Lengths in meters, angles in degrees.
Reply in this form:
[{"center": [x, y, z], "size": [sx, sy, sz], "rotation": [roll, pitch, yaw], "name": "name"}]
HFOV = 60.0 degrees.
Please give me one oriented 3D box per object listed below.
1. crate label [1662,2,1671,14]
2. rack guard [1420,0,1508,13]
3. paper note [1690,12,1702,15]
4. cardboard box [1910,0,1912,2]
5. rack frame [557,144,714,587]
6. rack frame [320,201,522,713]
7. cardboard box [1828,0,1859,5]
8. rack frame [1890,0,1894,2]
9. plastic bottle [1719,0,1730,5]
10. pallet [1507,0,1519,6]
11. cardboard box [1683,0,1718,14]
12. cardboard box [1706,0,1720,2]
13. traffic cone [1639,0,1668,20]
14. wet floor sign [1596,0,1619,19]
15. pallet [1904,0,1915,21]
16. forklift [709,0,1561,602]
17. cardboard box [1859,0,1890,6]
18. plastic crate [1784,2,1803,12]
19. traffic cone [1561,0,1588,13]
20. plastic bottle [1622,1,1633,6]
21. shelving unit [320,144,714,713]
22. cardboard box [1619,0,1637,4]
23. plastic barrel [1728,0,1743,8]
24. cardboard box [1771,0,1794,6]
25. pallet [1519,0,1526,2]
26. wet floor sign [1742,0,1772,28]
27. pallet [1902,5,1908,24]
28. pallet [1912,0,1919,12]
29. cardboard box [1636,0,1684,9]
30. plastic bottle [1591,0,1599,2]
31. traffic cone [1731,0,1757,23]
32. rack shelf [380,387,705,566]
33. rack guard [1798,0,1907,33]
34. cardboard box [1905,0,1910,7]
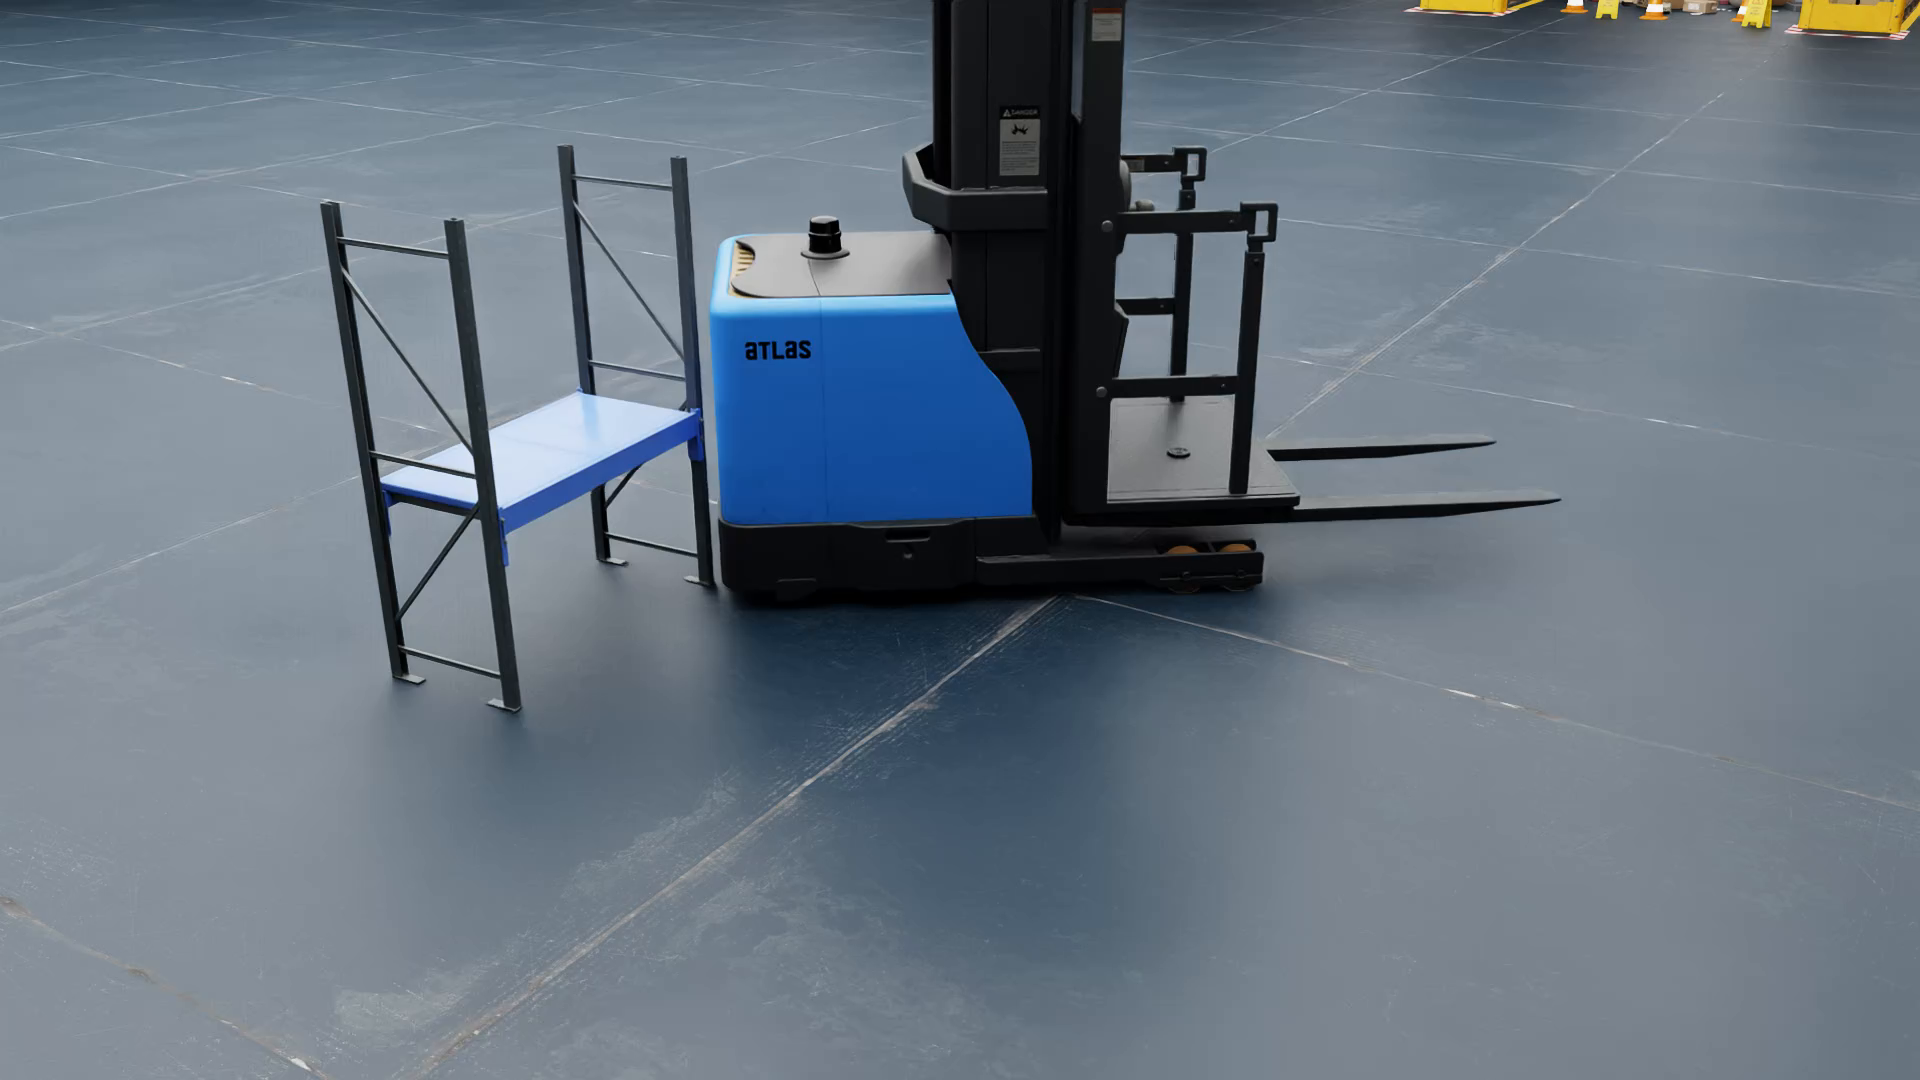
[{"center": [9.821, -7.453, 23.293], "size": [0.250, 0.136, 0.298], "rotation": [1, 23, 2], "name": "crate label"}, {"center": [7.179, -7.803, 23.645], "size": [1.175, 0.500, 0.348], "rotation": [14, 27, 29], "name": "rack guard"}, {"center": [10.258, -7.329, 23.140], "size": [0.148, 0.019, 0.142], "rotation": [5, 24, 11], "name": "paper note"}, {"center": [12.664, -7.458, 22.633], "size": [0.500, 0.250, 0.500], "rotation": [16, 28, 32], "name": "cardboard box"}, {"center": [-1.100, -0.574, 5.689], "size": [0.500, 1.500, 0.032], "rotation": [11, 26, 25], "name": "rack frame"}, {"center": [-1.563, -0.215, 4.858], "size": [0.500, 1.500, 0.032], "rotation": [11, 26, 25], "name": "rack frame"}, {"center": [11.661, -7.223, 22.092], "size": [0.500, 0.250, 0.500], "rotation": [14, 27, 29], "name": "cardboard box"}, {"center": [11.450, -7.955, 20.850], "size": [1.000, 3.000, 0.127], "rotation": [14, 27, 29], "name": "rack frame"}, {"center": [11.286, -7.914, 24.454], "size": [0.133, 0.061, 0.283], "rotation": [20, 30, 38], "name": "plastic bottle"}, {"center": [7.547, -7.965, 24.382], "size": [1.003, 0.211, 1.213], "rotation": [14, 27, 29], "name": "pallet"}, {"center": [10.425, -7.512, 23.415], "size": [0.250, 0.149, 0.380], "rotation": [-12, 26, -26], "name": "cardboard box"}, {"center": [11.307, -8.225, 24.915], "size": [0.258, 0.266, 0.396], "rotation": [-3, 24, -7], "name": "cardboard box"}, {"center": [9.459, -7.324, 22.586], "size": [0.336, 0.463, 0.334], "rotation": [14, 27, 29], "name": "traffic cone"}, {"center": [8.859, -7.453, 22.654], "size": [0.267, 0.644, 0.232], "rotation": [9, 25, 20], "name": "wet floor sign"}, {"center": [12.593, -7.378, 23.027], "size": [1.003, 0.211, 1.213], "rotation": [14, 27, 29], "name": "pallet"}, {"center": [0.646, -1.363, 5.709], "size": [3.031, 2.935, 1.130], "rotation": [-2, 24, -5], "name": "forklift"}, {"center": [12.111, -7.100, 21.808], "size": [0.500, 0.250, 0.500], "rotation": [14, 27, 29], "name": "cardboard box"}, {"center": [12.035, -7.607, 23.721], "size": [0.402, 0.080, 0.583], "rotation": [5, 24, 11], "name": "plastic crate"}, {"center": [8.678, -7.676, 23.398], "size": [0.336, 0.463, 0.334], "rotation": [14, 27, 29], "name": "traffic cone"}, {"center": [9.741, -7.839, 24.280], "size": [0.133, 0.061, 0.283], "rotation": [5, 24, 11], "name": "plastic bottle"}, {"center": [-1.332, -0.394, 5.273], "size": [0.538, 1.500, 1.048], "rotation": [11, 26, 25], "name": "shelving unit"}, {"center": [9.960, -8.087, 24.597], "size": [0.396, 0.266, 0.258], "rotation": [20, 30, 38], "name": "cardboard box"}, {"center": [11.254, -7.787, 23.705], "size": [0.421, 0.421, 0.512], "rotation": [-7, 24, -17], "name": "plastic barrel"}, {"center": [11.839, -8.082, 24.288], "size": [0.500, 0.500, 0.500], "rotation": [-7, 24, -17], "name": "cardboard box"}, {"center": [8.191, -8.375, 25.330], "size": [1.003, 0.211, 1.213], "rotation": [14, 27, 29], "name": "pallet"}, {"center": [10.441, -7.035, 21.687], "size": [0.232, 0.644, 0.267], "rotation": [-17, 29, -35], "name": "wet floor sign"}, {"center": [11.949, -6.968, 22.079], "size": [1.003, 0.211, 1.213], "rotation": [14, 27, 29], "name": "pallet"}, {"center": [13.236, -7.791, 23.982], "size": [1.003, 0.211, 1.213], "rotation": [14, 27, 29], "name": "pallet"}, {"center": [10.226, -7.933, 23.941], "size": [0.797, 0.503, 0.637], "rotation": [-3, 24, -7], "name": "cardboard box"}, {"center": [9.561, -8.054, 24.777], "size": [0.283, 0.061, 0.133], "rotation": [5, 24, 11], "name": "plastic bottle"}, {"center": [10.581, -7.206, 22.313], "size": [0.336, 0.463, 0.334], "rotation": [14, 27, 29], "name": "traffic cone"}, {"center": [-1.332, -0.229, 5.345], "size": [0.538, 0.185, 1.000], "rotation": [11, 26, 25], "name": "rack shelf"}, {"center": [11.490, -6.833, 21.406], "size": [1.175, 0.500, 0.348], "rotation": [14, 27, 29], "name": "rack guard"}, {"center": [12.386, -7.271, 22.202], "size": [0.500, 0.250, 0.500], "rotation": [15, 28, 31], "name": "cardboard box"}]
